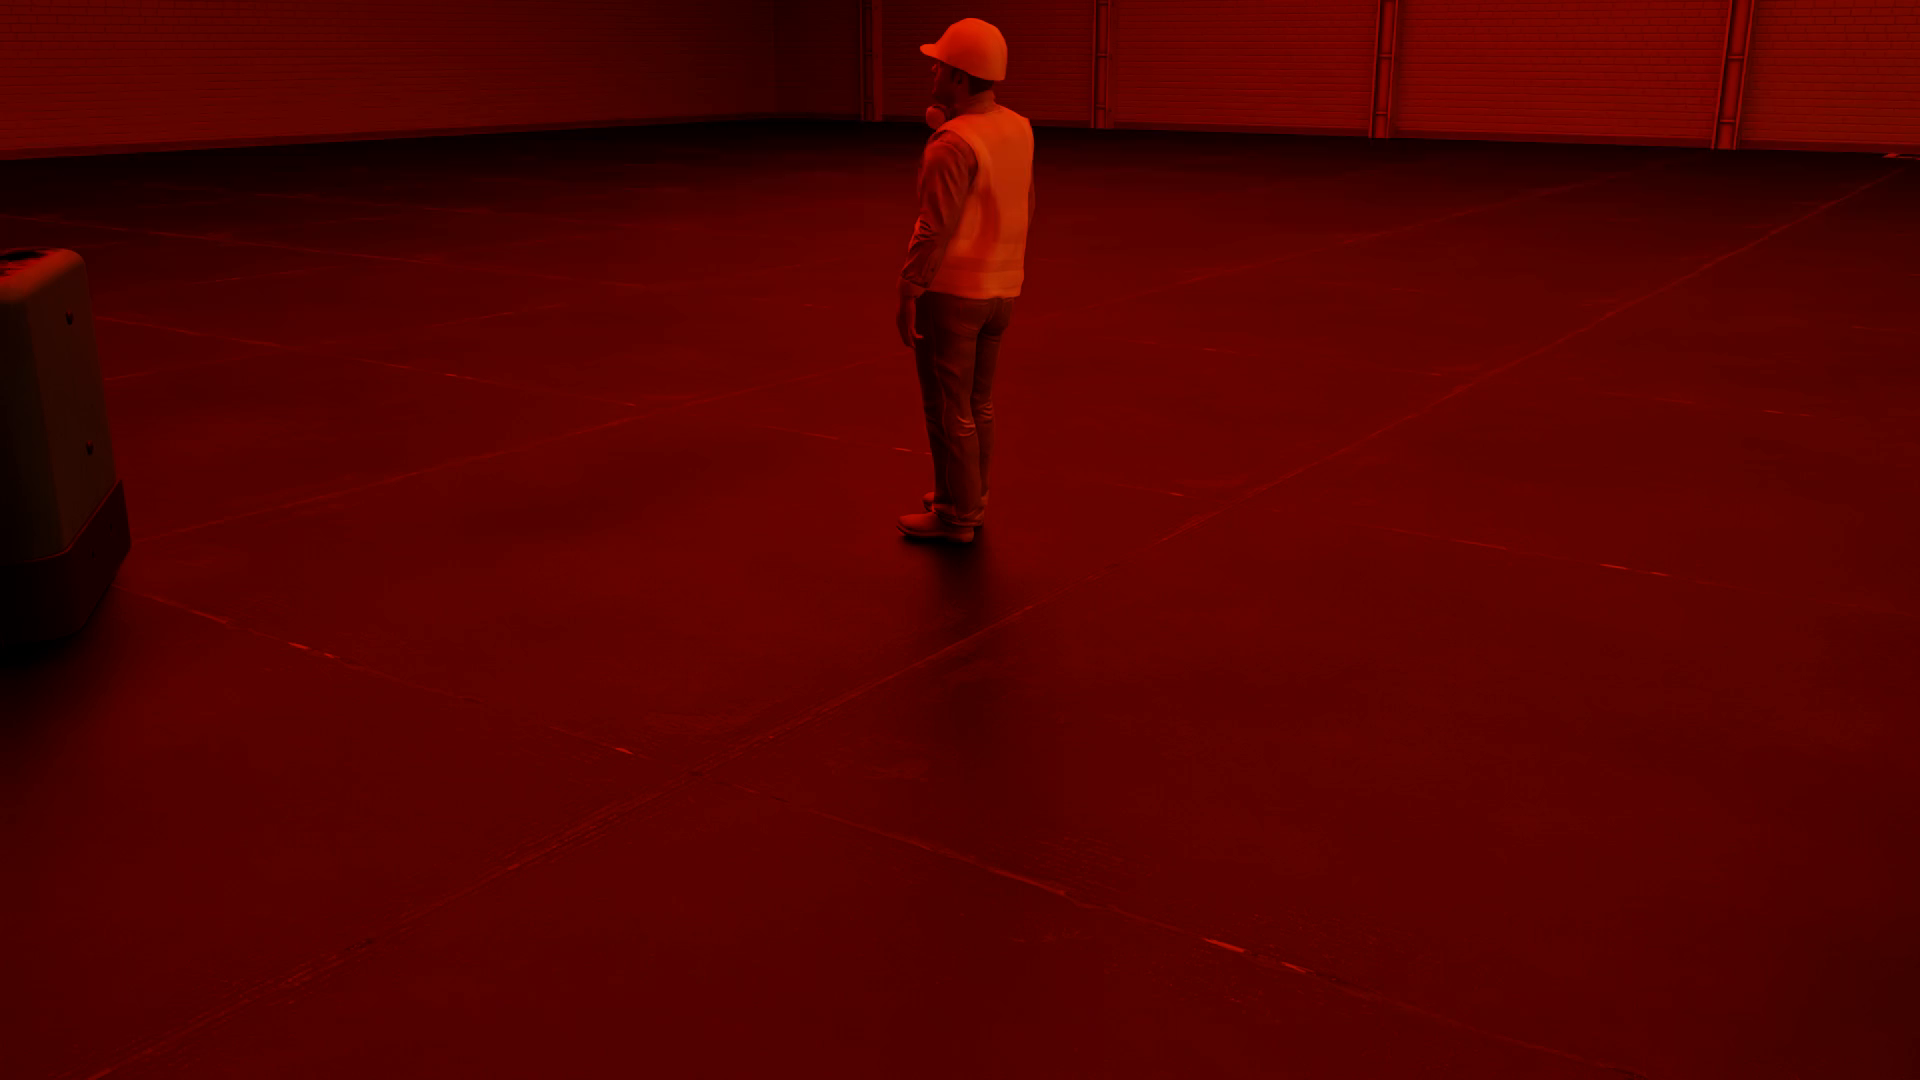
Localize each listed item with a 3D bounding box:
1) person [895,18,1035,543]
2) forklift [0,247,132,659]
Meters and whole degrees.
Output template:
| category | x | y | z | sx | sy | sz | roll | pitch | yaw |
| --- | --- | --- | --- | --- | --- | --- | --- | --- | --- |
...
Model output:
| category | x | y | z | sx | sy | sz | roll | pitch | yaw |
| --- | --- | --- | --- | --- | --- | --- | --- | --- | --- |
| person | -0.046 | -0.869 | 5.733 | 0.568 | 1.773 | 0.632 | 11 | 20 | 33 |
| forklift | -4.129 | -1.072 | 4.416 | 3.031 | 2.935 | 1.130 | -5 | 17 | -16 |
